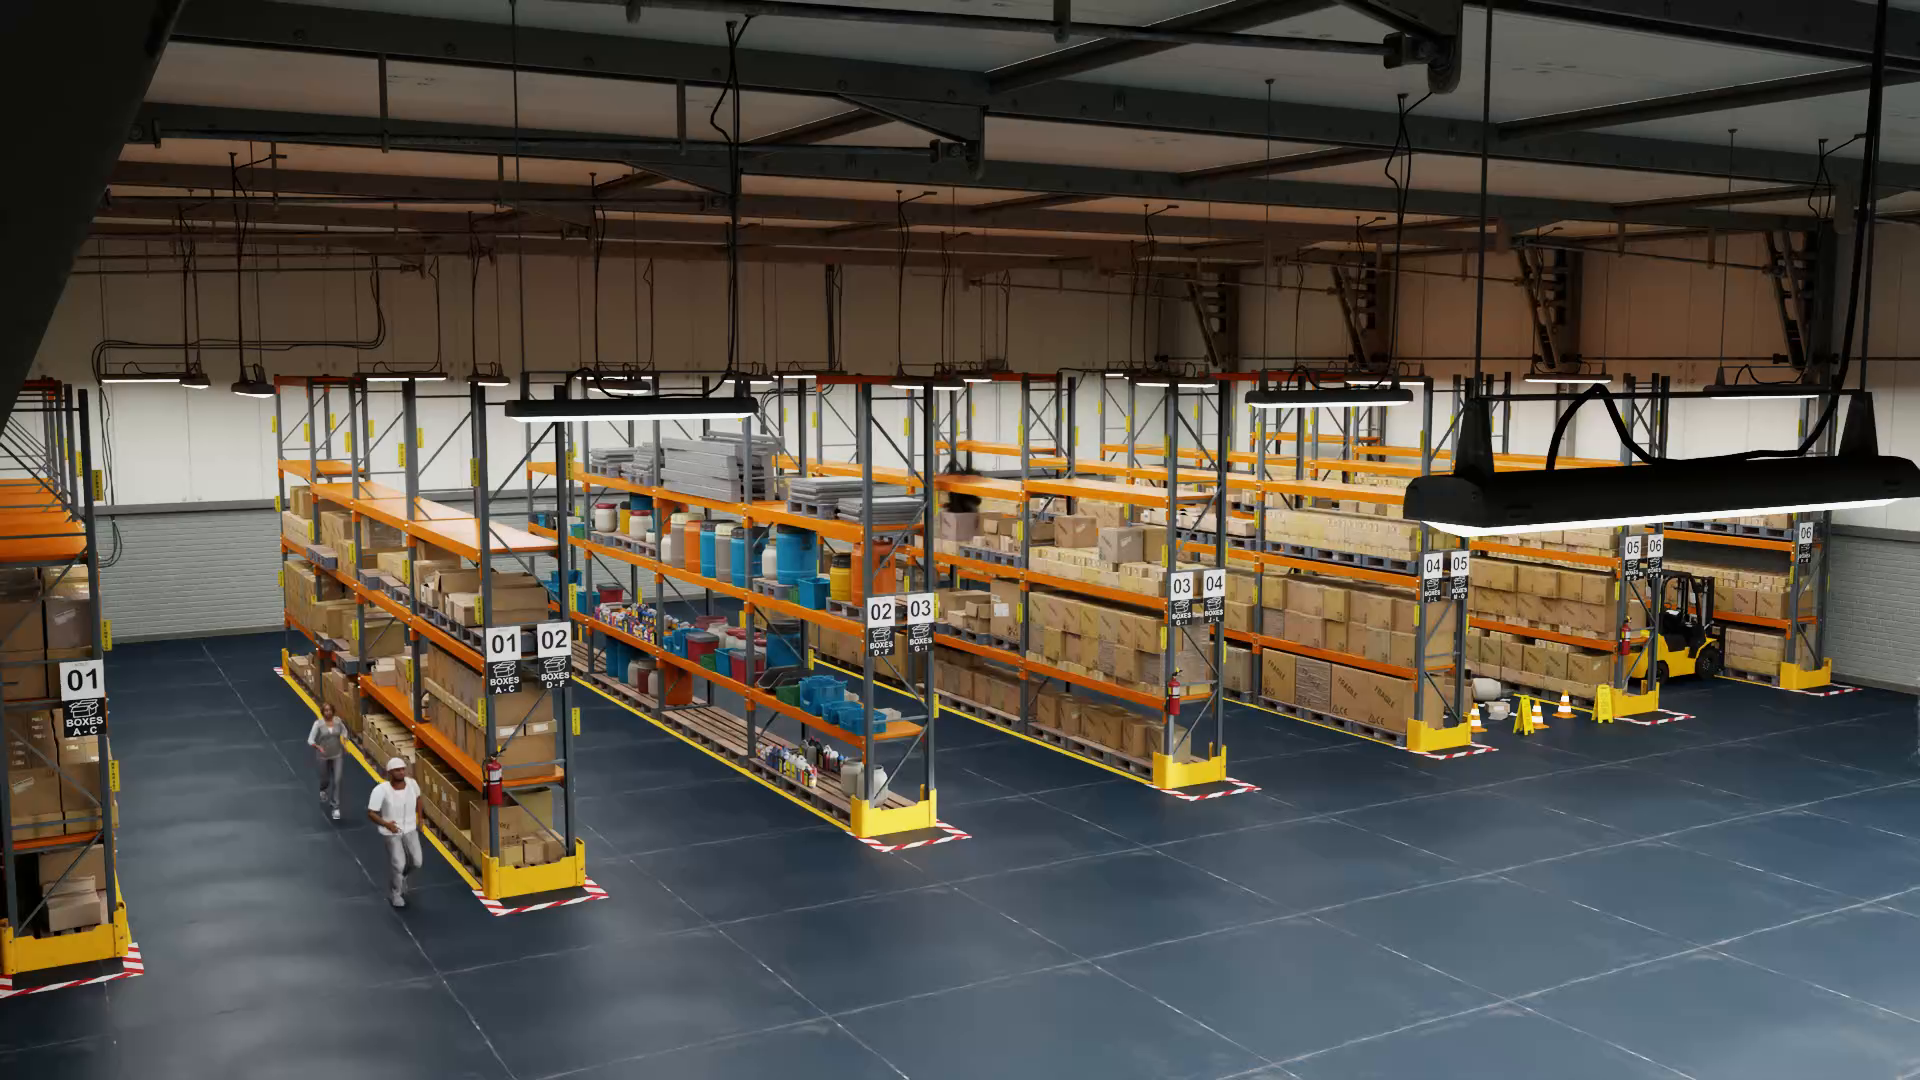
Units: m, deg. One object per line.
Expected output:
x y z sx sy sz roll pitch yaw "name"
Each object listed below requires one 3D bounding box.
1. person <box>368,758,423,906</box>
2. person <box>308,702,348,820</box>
-6.491 3.369 19.280 0.596 1.728 0.709 6 9 43 "person"
-8.752 3.023 23.074 0.554 1.595 0.836 -4 7 -32 "person"
